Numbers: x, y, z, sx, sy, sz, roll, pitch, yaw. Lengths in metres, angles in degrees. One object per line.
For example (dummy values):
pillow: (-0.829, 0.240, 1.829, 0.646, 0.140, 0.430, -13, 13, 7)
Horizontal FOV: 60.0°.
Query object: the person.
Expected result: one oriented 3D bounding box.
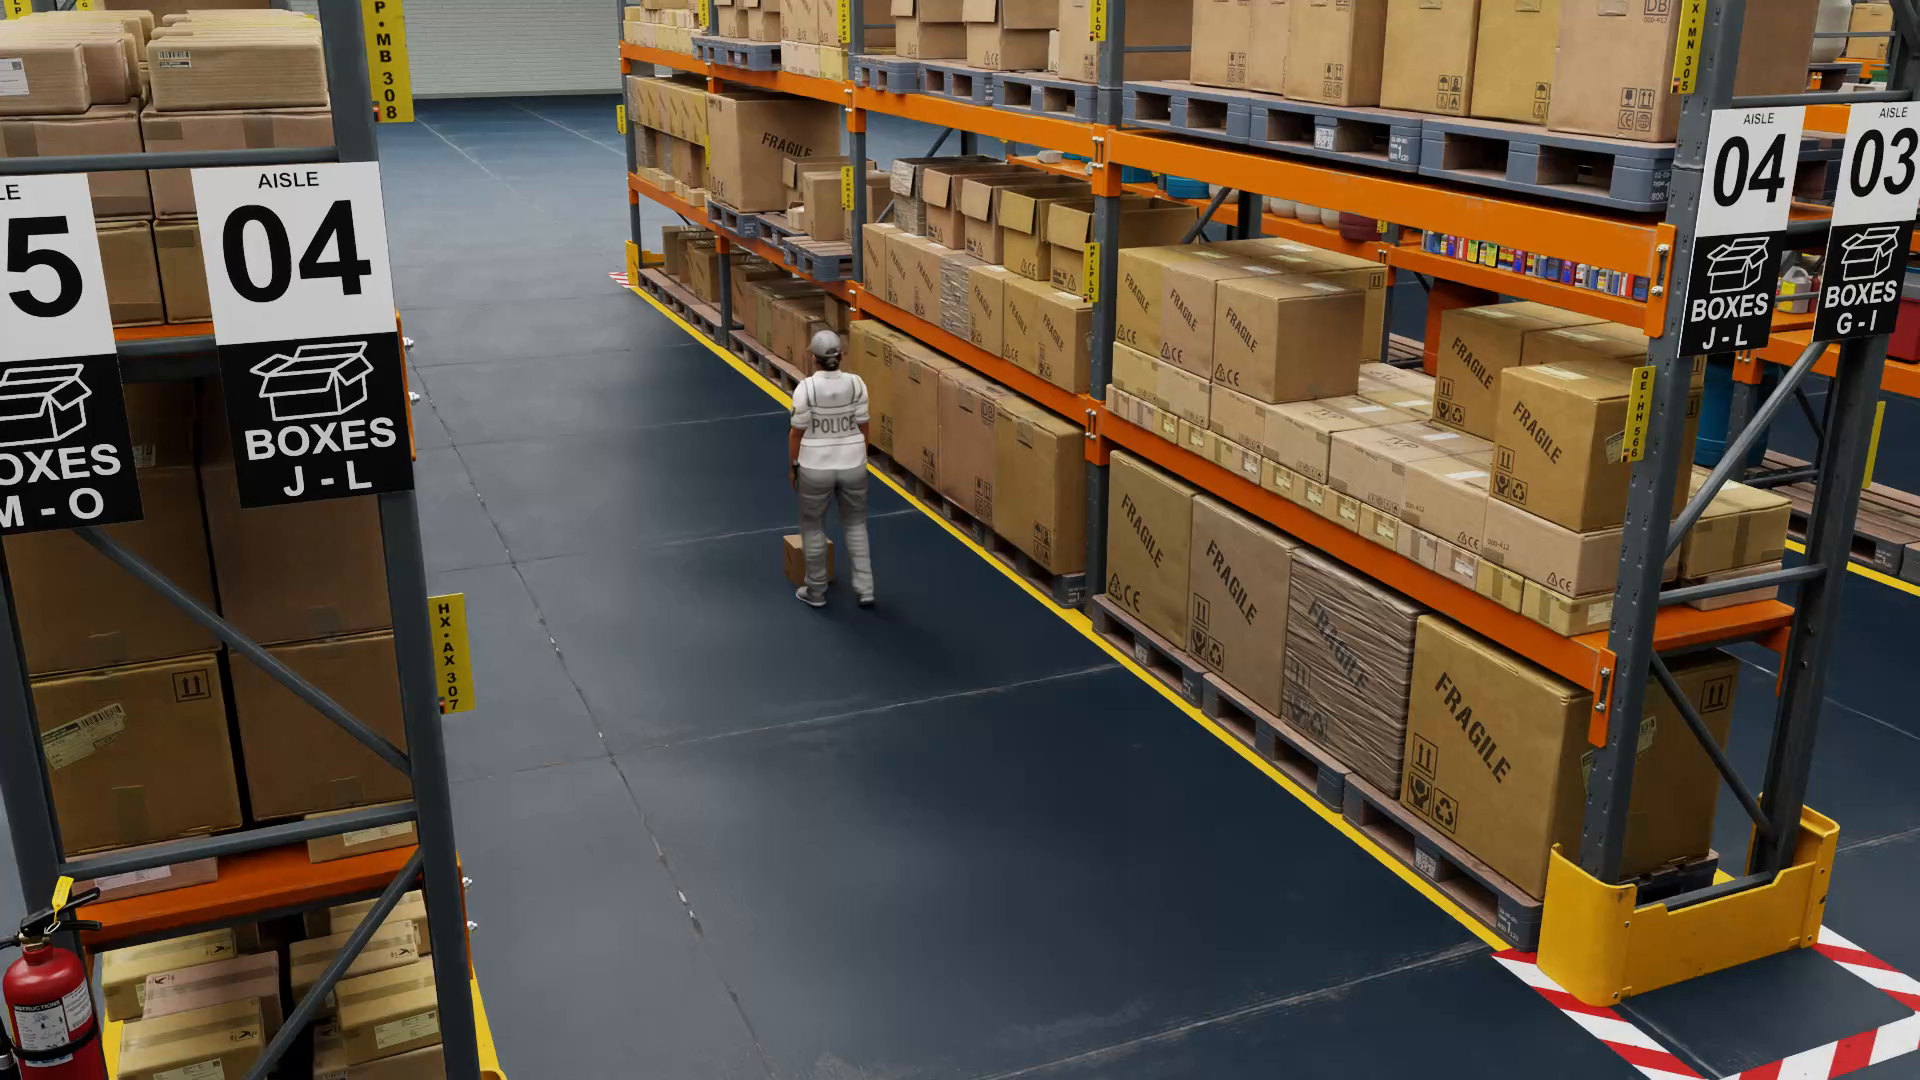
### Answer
person: (-0.771, -0.379, 9.776, 0.481, 1.737, 0.410, -8, 20, -21)
